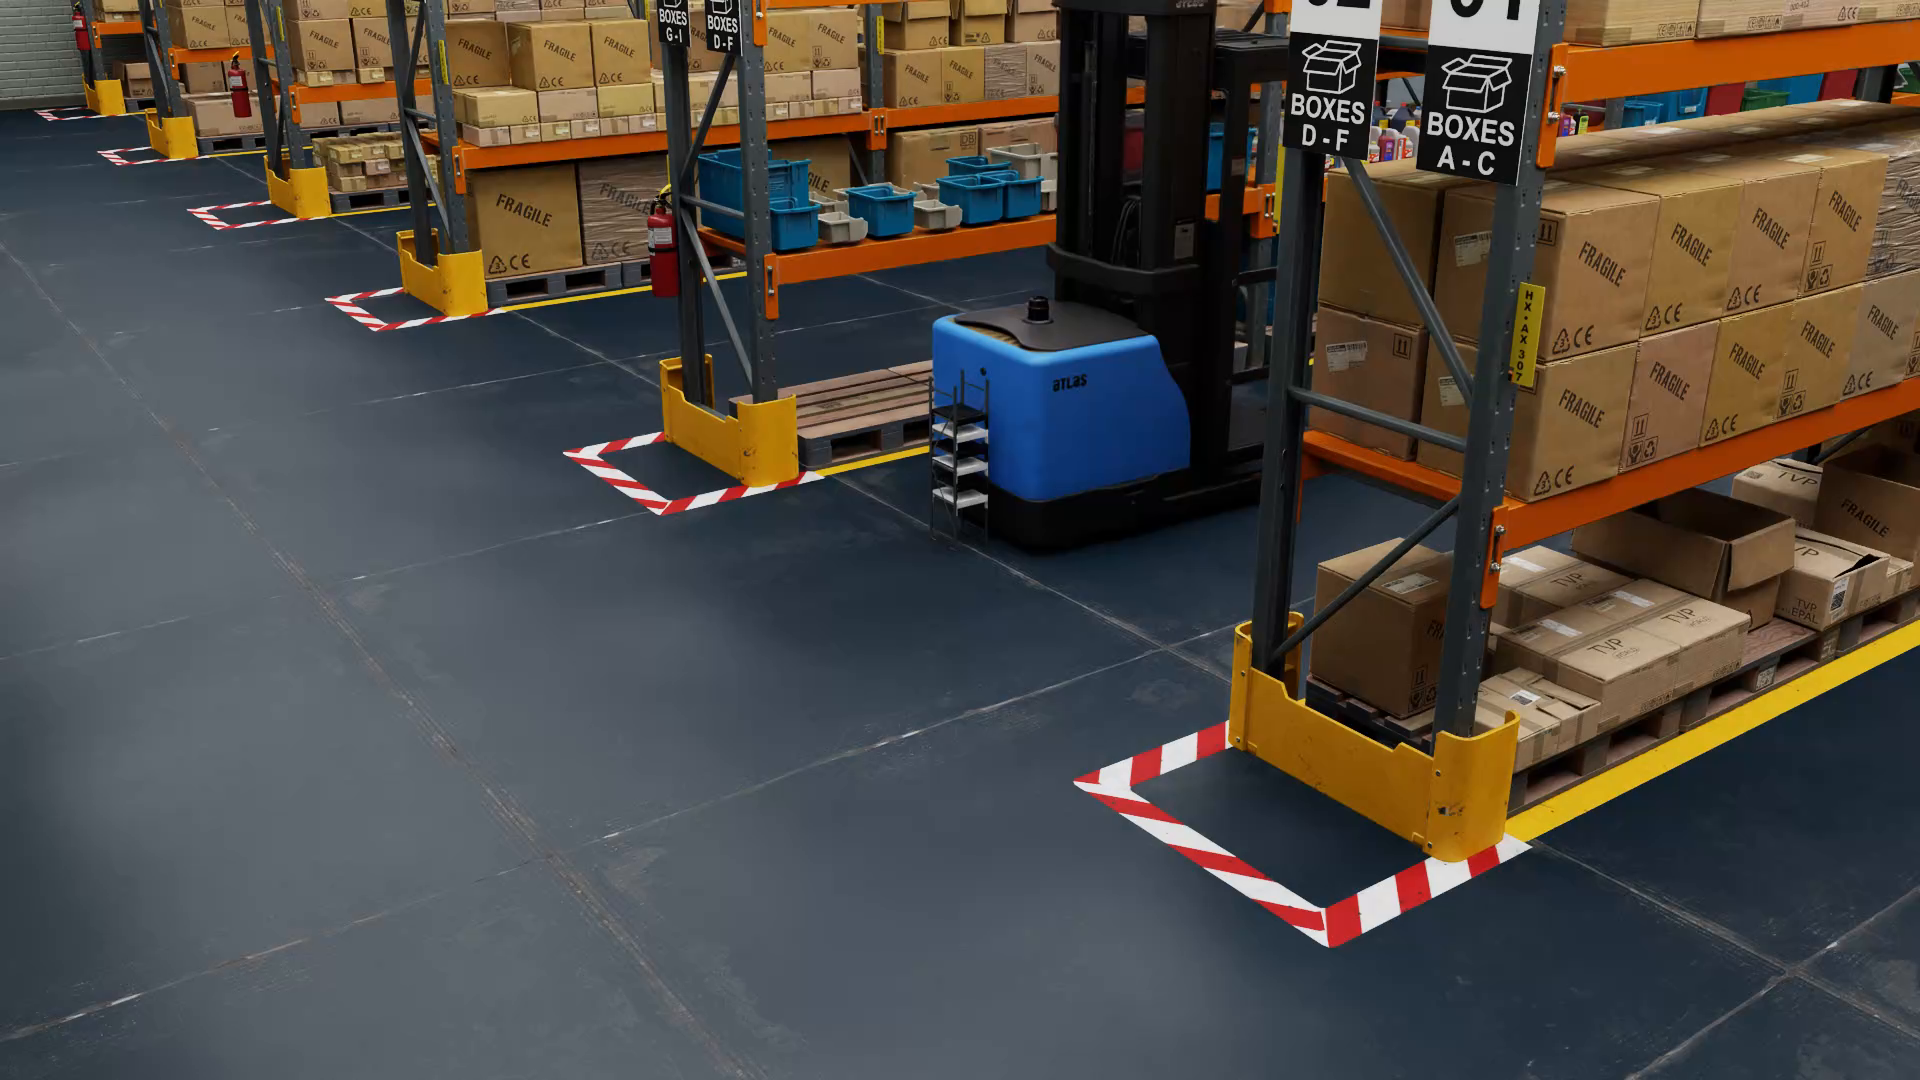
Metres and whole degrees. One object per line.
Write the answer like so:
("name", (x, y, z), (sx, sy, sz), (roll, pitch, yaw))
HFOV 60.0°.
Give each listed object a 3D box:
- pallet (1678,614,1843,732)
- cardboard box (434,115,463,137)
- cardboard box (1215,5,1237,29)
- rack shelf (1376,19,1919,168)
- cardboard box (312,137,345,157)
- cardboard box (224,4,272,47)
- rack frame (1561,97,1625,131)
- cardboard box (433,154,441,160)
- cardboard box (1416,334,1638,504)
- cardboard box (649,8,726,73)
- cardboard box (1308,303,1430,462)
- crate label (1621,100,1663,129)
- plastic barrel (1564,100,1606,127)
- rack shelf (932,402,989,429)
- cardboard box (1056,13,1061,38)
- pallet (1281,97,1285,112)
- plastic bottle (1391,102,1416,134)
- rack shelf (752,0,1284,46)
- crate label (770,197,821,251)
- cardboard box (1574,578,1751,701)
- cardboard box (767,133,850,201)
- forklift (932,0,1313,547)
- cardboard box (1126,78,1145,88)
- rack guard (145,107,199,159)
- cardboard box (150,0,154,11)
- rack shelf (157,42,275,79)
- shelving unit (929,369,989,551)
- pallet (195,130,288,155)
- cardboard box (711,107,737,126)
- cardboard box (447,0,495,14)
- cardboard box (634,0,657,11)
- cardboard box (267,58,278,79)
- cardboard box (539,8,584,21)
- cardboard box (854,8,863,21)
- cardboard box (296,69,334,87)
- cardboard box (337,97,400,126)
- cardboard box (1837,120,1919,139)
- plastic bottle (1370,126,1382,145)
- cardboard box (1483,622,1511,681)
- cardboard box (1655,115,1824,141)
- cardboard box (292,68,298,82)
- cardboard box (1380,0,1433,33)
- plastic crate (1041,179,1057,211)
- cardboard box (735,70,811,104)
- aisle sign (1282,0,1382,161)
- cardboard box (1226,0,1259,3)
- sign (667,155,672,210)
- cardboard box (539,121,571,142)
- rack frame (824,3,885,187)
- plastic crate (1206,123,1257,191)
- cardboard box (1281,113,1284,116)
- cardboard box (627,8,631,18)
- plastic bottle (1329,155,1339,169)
("pallet", (3.192, 0.425, 7.546), (1.213, 0.211, 1.003), (-15, 26, -33))
("cardboard box", (-4.192, -3.459, 13.856), (0.250, 0.149, 0.380), (-14, 26, -32))
("cardboard box", (2.620, -5.501, 17.934), (0.500, 0.500, 0.500), (-19, 29, -39))
("rack shelf", (3.117, -1.910, 6.559), (4.000, 0.370, 1.077), (-15, 26, -33))
("cardboard box", (-6.821, -4.251, 17.981), (0.250, 0.149, 0.380), (-15, 26, -32))
("cardboard box", (-9.124, -6.563, 21.160), (0.500, 0.500, 0.500), (-15, 26, -34))
("rack frame", (5.098, -3.641, 13.973), (0.127, 3.000, 1.000), (-15, 26, -33))
("cardboard box", (-5.694, -4.189, 18.227), (0.250, 0.149, 0.380), (-16, 27, -35))
("cardboard box", (2.008, -0.481, 5.921), (0.500, 0.500, 0.500), (-14, 26, -32))
("cardboard box", (-2.404, -4.437, 14.757), (0.500, 0.500, 0.500), (-16, 27, -34))
("cardboard box", (1.699, -0.644, 6.327), (0.500, 0.500, 0.500), (-14, 26, -31))
("crate label", (5.659, -3.542, 13.950), (0.416, 0.233, 0.303), (-15, 26, -33))
("plastic barrel", (5.298, -3.896, 14.428), (0.708, 0.536, 0.600), (-15, 26, -33))
("rack shelf", (-0.007, -0.636, 8.637), (0.200, 0.077, 0.258), (-15, 26, -33))
("cardboard box", (1.072, -5.350, 16.767), (0.637, 0.503, 0.797), (-14, 26, -32))
("pallet", (4.292, -6.622, 25.207), (1.213, 0.211, 1.003), (-15, 26, -33))
("plastic bottle", (3.498, -3.271, 13.114), (0.185, 0.351, 0.144), (-15, 26, -33))
("rack shelf", (0.228, -3.401, 10.296), (4.000, 0.370, 1.077), (-15, 26, -33))
("crate label", (-1.003, -1.814, 9.539), (0.303, 0.233, 0.416), (-15, 26, -33))
("cardboard box", (2.913, 0.406, 6.949), (0.500, 0.250, 0.500), (-15, 26, -33))
("cardboard box", (-1.624, -3.355, 15.556), (0.875, 0.875, 0.875), (-15, 26, -33))
("forklift", (1.345, -1.725, 9.264), (3.031, 2.935, 1.130), (-14, 26, -31))
("cardboard box", (1.541, -4.890, 16.968), (0.500, 0.500, 0.500), (-15, 26, -33))
("rack guard", (-10.096, -5.215, 21.290), (0.348, 0.500, 1.175), (-15, 26, -33))
("cardboard box", (-12.043, -8.068, 24.869), (0.500, 0.250, 0.500), (-15, 26, -32))
("rack shelf", (-8.453, -6.480, 22.058), (4.000, 0.370, 1.077), (-15, 26, -33))
("shelving unit", (-0.007, -0.416, 8.725), (0.210, 0.900, 0.258), (-15, 26, -33))
("pallet", (-9.473, -5.282, 21.849), (1.213, 0.211, 1.003), (-15, 26, -33))
("cardboard box", (-2.141, -3.706, 14.474), (0.250, 0.149, 0.380), (-15, 26, -34))
("cardboard box", (-5.331, -5.908, 17.770), (0.500, 0.500, 0.500), (-16, 27, -34))
("cardboard box", (-3.644, -6.279, 19.555), (0.250, 0.149, 0.380), (-14, 25, -30))
("cardboard box", (-10.867, -7.409, 26.223), (0.500, 0.500, 0.700), (-16, 27, -35))
("cardboard box", (-4.506, -5.662, 18.502), (0.500, 0.500, 0.500), (-16, 27, -34))
("cardboard box", (-1.375, -6.448, 20.378), (0.250, 0.149, 0.380), (-15, 26, -33))
("cardboard box", (-6.649, -4.768, 17.137), (0.250, 0.149, 0.380), (-15, 26, -33))
("cardboard box", (-8.128, -5.954, 22.660), (0.875, 0.438, 0.875), (-16, 27, -34))
("cardboard box", (4.067, -1.496, 7.114), (0.500, 0.500, 0.500), (-16, 27, -34))
("plastic bottle", (3.112, -2.949, 12.407), (0.135, 0.276, 0.152), (-15, 26, -33))
("cardboard box", (2.173, 0.441, 6.973), (0.250, 0.166, 0.380), (-15, 26, -33))
("cardboard box", (3.358, -1.555, 7.261), (0.500, 0.500, 0.500), (-16, 27, -34))
("cardboard box", (-7.004, -4.952, 17.599), (0.250, 0.149, 0.380), (-15, 26, -33))
("cardboard box", (1.757, -1.932, 5.847), (0.500, 0.250, 0.500), (-15, 26, -33))
("plastic crate", (0.613, -2.213, 10.670), (0.466, 0.136, 0.293), (-15, 26, -33))
("cardboard box", (-1.665, -4.046, 14.790), (0.500, 0.250, 0.500), (-14, 26, -31))
("aisle sign", (1.260, -1.703, 5.609), (0.004, 0.787, 0.394), (-15, 26, -33))
("cardboard box", (3.871, -7.871, 24.372), (0.550, 0.550, 0.875), (-15, 26, -33))
("sign", (-1.730, -2.147, 10.009), (0.005, 0.325, 0.100), (-15, 26, -33))
("cardboard box", (-3.393, -3.372, 13.638), (0.250, 0.149, 0.380), (-16, 27, -34))
("rack frame", (-1.042, -4.265, 15.538), (0.127, 3.000, 1.000), (-15, 26, -33))
("plastic crate", (1.671, -2.592, 11.285), (0.575, 0.384, 0.392), (-15, 26, -33))
("cardboard box", (4.089, -4.695, 19.394), (0.500, 0.500, 0.700), (-18, 28, -37))
("cardboard box", (-5.062, -7.517, 23.889), (0.500, 0.250, 0.500), (-15, 26, -34))
("plastic bottle", (2.668, -2.747, 11.906), (0.097, 0.271, 0.097), (0, 22, 0))
